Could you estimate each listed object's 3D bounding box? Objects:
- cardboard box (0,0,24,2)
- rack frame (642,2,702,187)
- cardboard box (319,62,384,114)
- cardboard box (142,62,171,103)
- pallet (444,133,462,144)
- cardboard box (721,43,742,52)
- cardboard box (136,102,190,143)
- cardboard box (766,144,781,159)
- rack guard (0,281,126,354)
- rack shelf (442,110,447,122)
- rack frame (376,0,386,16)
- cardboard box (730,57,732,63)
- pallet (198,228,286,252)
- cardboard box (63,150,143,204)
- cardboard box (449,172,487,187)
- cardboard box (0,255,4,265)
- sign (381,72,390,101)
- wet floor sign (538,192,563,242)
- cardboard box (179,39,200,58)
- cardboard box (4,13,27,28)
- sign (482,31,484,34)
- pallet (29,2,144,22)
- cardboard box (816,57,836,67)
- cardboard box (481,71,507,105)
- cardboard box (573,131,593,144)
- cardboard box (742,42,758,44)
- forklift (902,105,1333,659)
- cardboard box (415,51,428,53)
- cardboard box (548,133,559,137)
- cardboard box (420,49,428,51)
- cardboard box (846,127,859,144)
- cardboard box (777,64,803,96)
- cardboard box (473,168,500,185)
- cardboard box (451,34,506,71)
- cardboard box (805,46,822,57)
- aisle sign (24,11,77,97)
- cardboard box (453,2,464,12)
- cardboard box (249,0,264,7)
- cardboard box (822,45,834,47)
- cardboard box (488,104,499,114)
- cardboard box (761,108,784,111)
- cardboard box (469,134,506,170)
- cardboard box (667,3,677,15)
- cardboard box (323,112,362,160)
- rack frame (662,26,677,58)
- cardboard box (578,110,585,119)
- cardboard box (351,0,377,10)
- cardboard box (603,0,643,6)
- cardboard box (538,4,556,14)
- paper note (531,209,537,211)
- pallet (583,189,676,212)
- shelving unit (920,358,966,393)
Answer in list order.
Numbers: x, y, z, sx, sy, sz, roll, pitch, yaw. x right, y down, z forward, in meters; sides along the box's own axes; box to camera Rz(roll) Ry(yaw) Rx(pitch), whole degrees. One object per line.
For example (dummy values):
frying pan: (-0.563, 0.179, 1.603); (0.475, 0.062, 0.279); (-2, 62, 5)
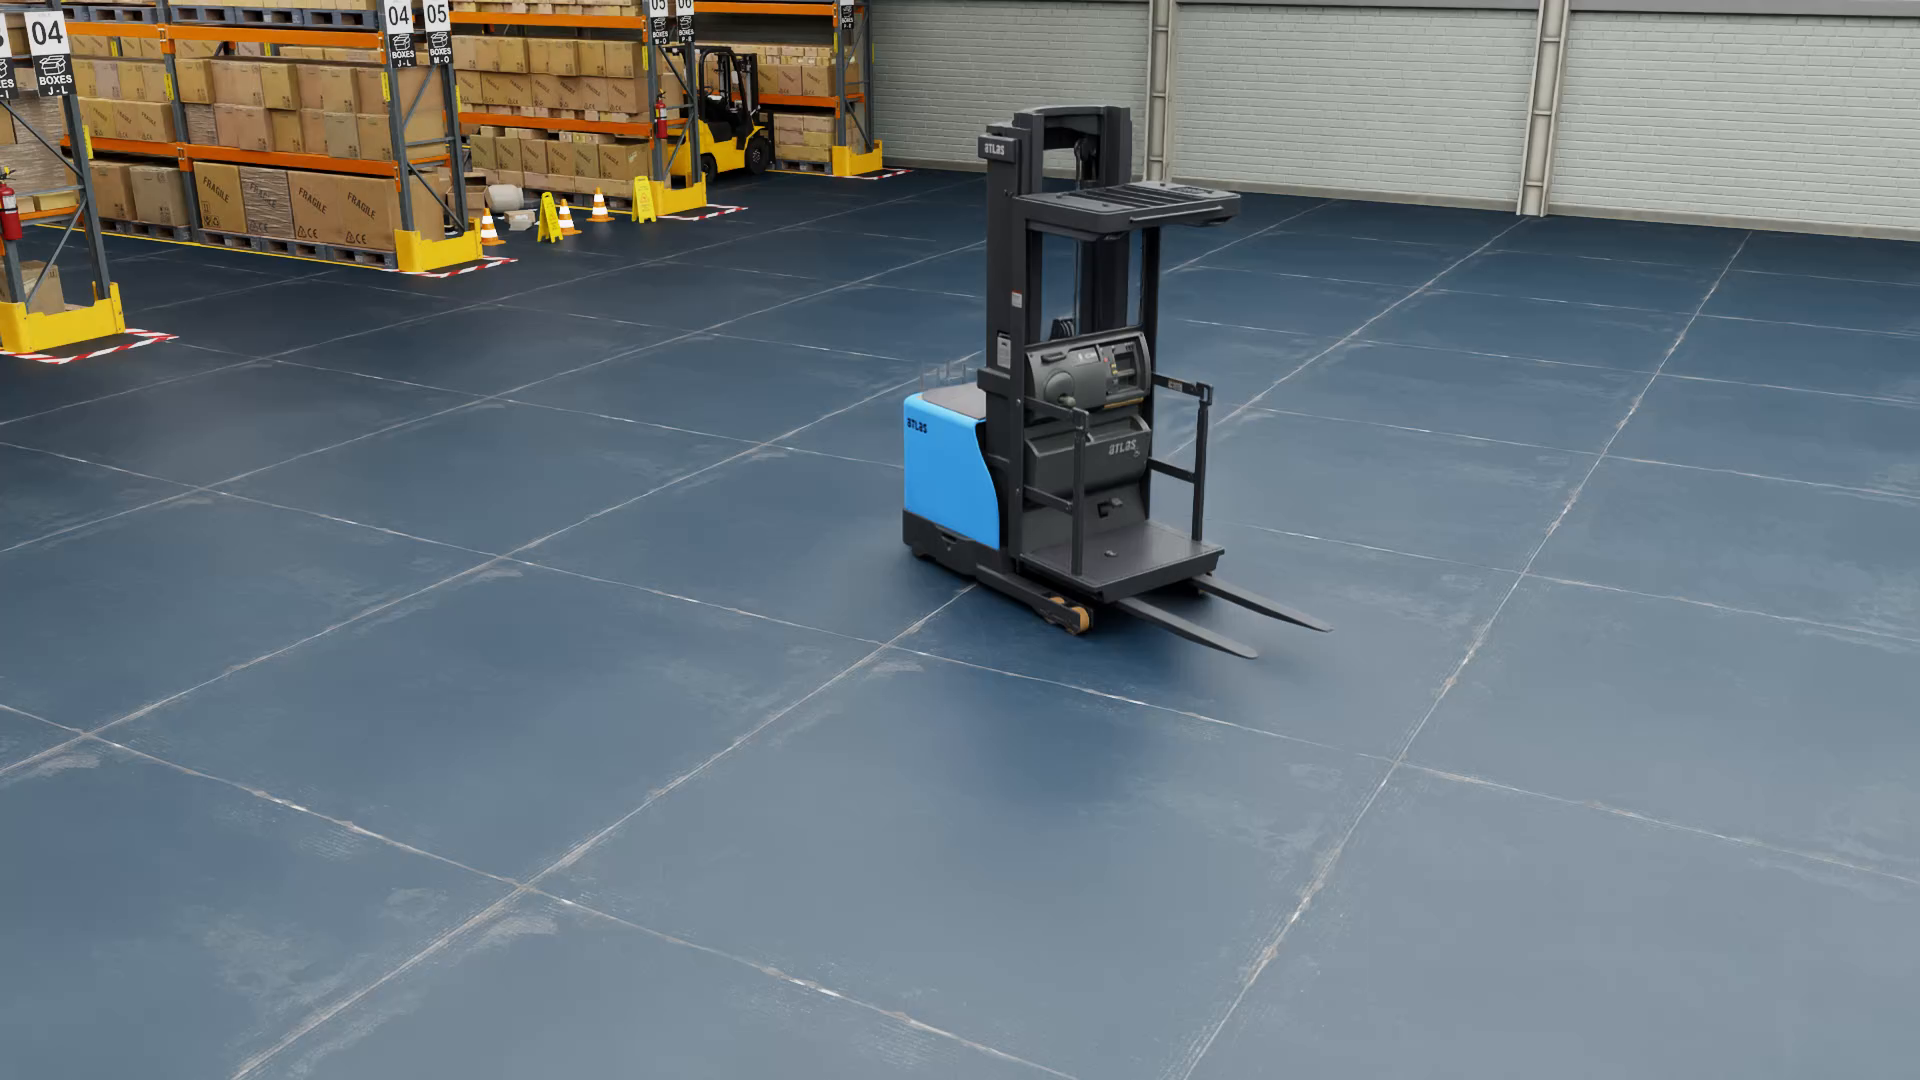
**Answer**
cardboard box: (-13.907, -7.856, 24.079); (0.500, 0.500, 0.500); (11, 23, 27)
rack frame: (-4.228, -6.385, 24.568); (0.127, 3.000, 1.000); (11, 23, 27)
cardboard box: (-7.384, -5.610, 20.628); (0.550, 0.550, 0.875); (11, 23, 27)
cardboard box: (-10.482, -6.158, 22.328); (0.500, 0.500, 0.700); (10, 22, 26)
pallet: (-10.489, -8.221, 33.720); (1.213, 0.211, 1.003); (11, 23, 27)
cardboard box: (-4.006, -8.688, 29.384); (0.250, 0.149, 0.380); (11, 23, 27)
cardboard box: (-10.632, -5.614, 22.296); (0.500, 0.500, 0.500); (11, 22, 27)
cardboard box: (-3.237, -6.923, 29.469); (0.500, 0.250, 0.500); (11, 23, 28)
rack guard: (-9.127, -2.272, 16.896); (0.348, 0.500, 1.175); (11, 23, 27)
rack shelf: (-9.466, -7.044, 27.441); (4.000, 0.370, 1.077); (11, 23, 27)
rack frame: (-6.554, -7.715, 19.436); (0.127, 3.000, 1.000); (11, 23, 27)
cardboard box: (-4.049, -8.528, 29.377); (0.250, 0.149, 0.380); (10, 22, 26)
pallet: (-9.420, -4.099, 22.356); (1.213, 0.211, 1.003); (11, 23, 27)
cardboard box: (-12.285, -5.092, 23.688); (0.750, 0.750, 1.050); (11, 23, 28)
cardboard box: (-7.448, -5.293, 25.220); (0.500, 0.500, 0.500); (-7, 21, -20)
cardboard box: (-10.137, -2.655, 17.336); (0.500, 0.500, 0.500); (18, 27, 41)
sign: (-6.831, -5.391, 19.782); (0.005, 0.325, 0.100); (11, 23, 27)
wet floor sign: (-5.563, -4.372, 22.472); (0.232, 0.644, 0.267); (7, 21, 18)
cardboard box: (-13.112, -8.494, 28.770); (0.500, 0.500, 0.500); (10, 22, 26)
cardboard box: (-9.189, -5.076, 16.197); (0.250, 0.149, 0.380); (11, 22, 27)
sign: (-9.051, -9.538, 31.677); (0.005, 0.325, 0.100); (11, 23, 27)
pallet: (-11.972, -7.270, 22.886); (1.213, 0.211, 1.003); (12, 23, 30)
cardboard box: (-2.250, -8.189, 28.445); (0.250, 0.149, 0.380); (11, 23, 28)
cardboard box: (-7.022, -7.004, 25.693); (0.500, 0.500, 0.500); (11, 23, 27)
cardboard box: (-5.626, -6.087, 25.111); (0.250, 0.149, 0.380); (11, 23, 28)
cardboard box: (-3.774, -8.834, 29.787); (0.250, 0.149, 0.380); (11, 22, 27)
forklift: (0.913, -1.009, 9.850); (1.130, 2.935, 3.031); (-15, 25, -35)
cardboard box: (-8.669, -7.525, 26.512); (0.500, 0.500, 0.500); (11, 23, 28)
cardboard box: (-6.182, -6.120, 26.155); (0.500, 0.500, 0.500); (12, 23, 30)
cardboard box: (-8.427, -7.681, 26.942); (0.500, 0.500, 0.500); (11, 23, 27)
cardboard box: (-2.120, -7.143, 29.341); (0.500, 0.250, 0.500); (11, 23, 28)
cardboard box: (-2.817, -8.003, 28.882); (0.500, 0.500, 0.500); (12, 23, 29)
cardboard box: (-7.337, -5.776, 26.307); (0.500, 0.250, 0.500); (10, 22, 25)
cardboard box: (-7.442, -7.569, 25.784); (0.500, 0.500, 0.700); (11, 22, 27)
cardboard box: (-2.457, -8.384, 28.544); (0.250, 0.149, 0.380); (11, 23, 27)
aisle sign: (-8.861, -4.736, 16.209); (0.004, 0.787, 0.394); (11, 23, 27)
cardboard box: (-7.566, -8.216, 25.585); (0.250, 0.149, 0.380); (10, 22, 26)
cardboard box: (-8.566, -6.681, 20.593); (0.250, 0.149, 0.380); (11, 23, 28)
cardboard box: (-2.201, -8.537, 28.968); (0.250, 0.149, 0.380); (12, 23, 29)
cardboard box: (-7.109, -6.722, 25.867); (0.250, 0.149, 0.380); (11, 23, 27)
cardboard box: (-3.451, -7.630, 29.951); (0.500, 0.250, 0.500); (10, 22, 26)
cardboard box: (-7.337, -6.129, 26.179); (0.500, 0.500, 0.500); (12, 23, 30)
cardboard box: (-4.359, -7.829, 24.518); (0.250, 0.149, 0.380); (11, 23, 27)
cardboard box: (-7.391, -5.098, 20.801); (0.550, 0.550, 0.875); (11, 23, 27)
rack frame: (-5.303, -8.528, 30.477); (0.127, 3.000, 1.000); (11, 23, 27)
cardboard box: (-5.542, -6.442, 25.093); (0.250, 0.149, 0.380); (11, 23, 28)
cardboard box: (-7.009, -6.385, 19.776); (0.250, 0.149, 0.380); (11, 23, 27)
cardboard box: (-4.806, -7.869, 24.045); (0.500, 0.250, 0.500); (10, 22, 27)
cardboard box: (-6.039, -7.895, 24.701); (0.250, 0.149, 0.380); (10, 22, 27)
paper note: (-6.449, -4.969, 25.019); (0.148, 0.019, 0.142); (3, 20, 9)
pallet: (-4.986, -5.232, 25.480); (1.213, 0.211, 1.003); (11, 23, 27)
shelving unit: (-0.112, -0.620, 11.316); (0.258, 1.200, 0.189); (-15, 25, -35)
